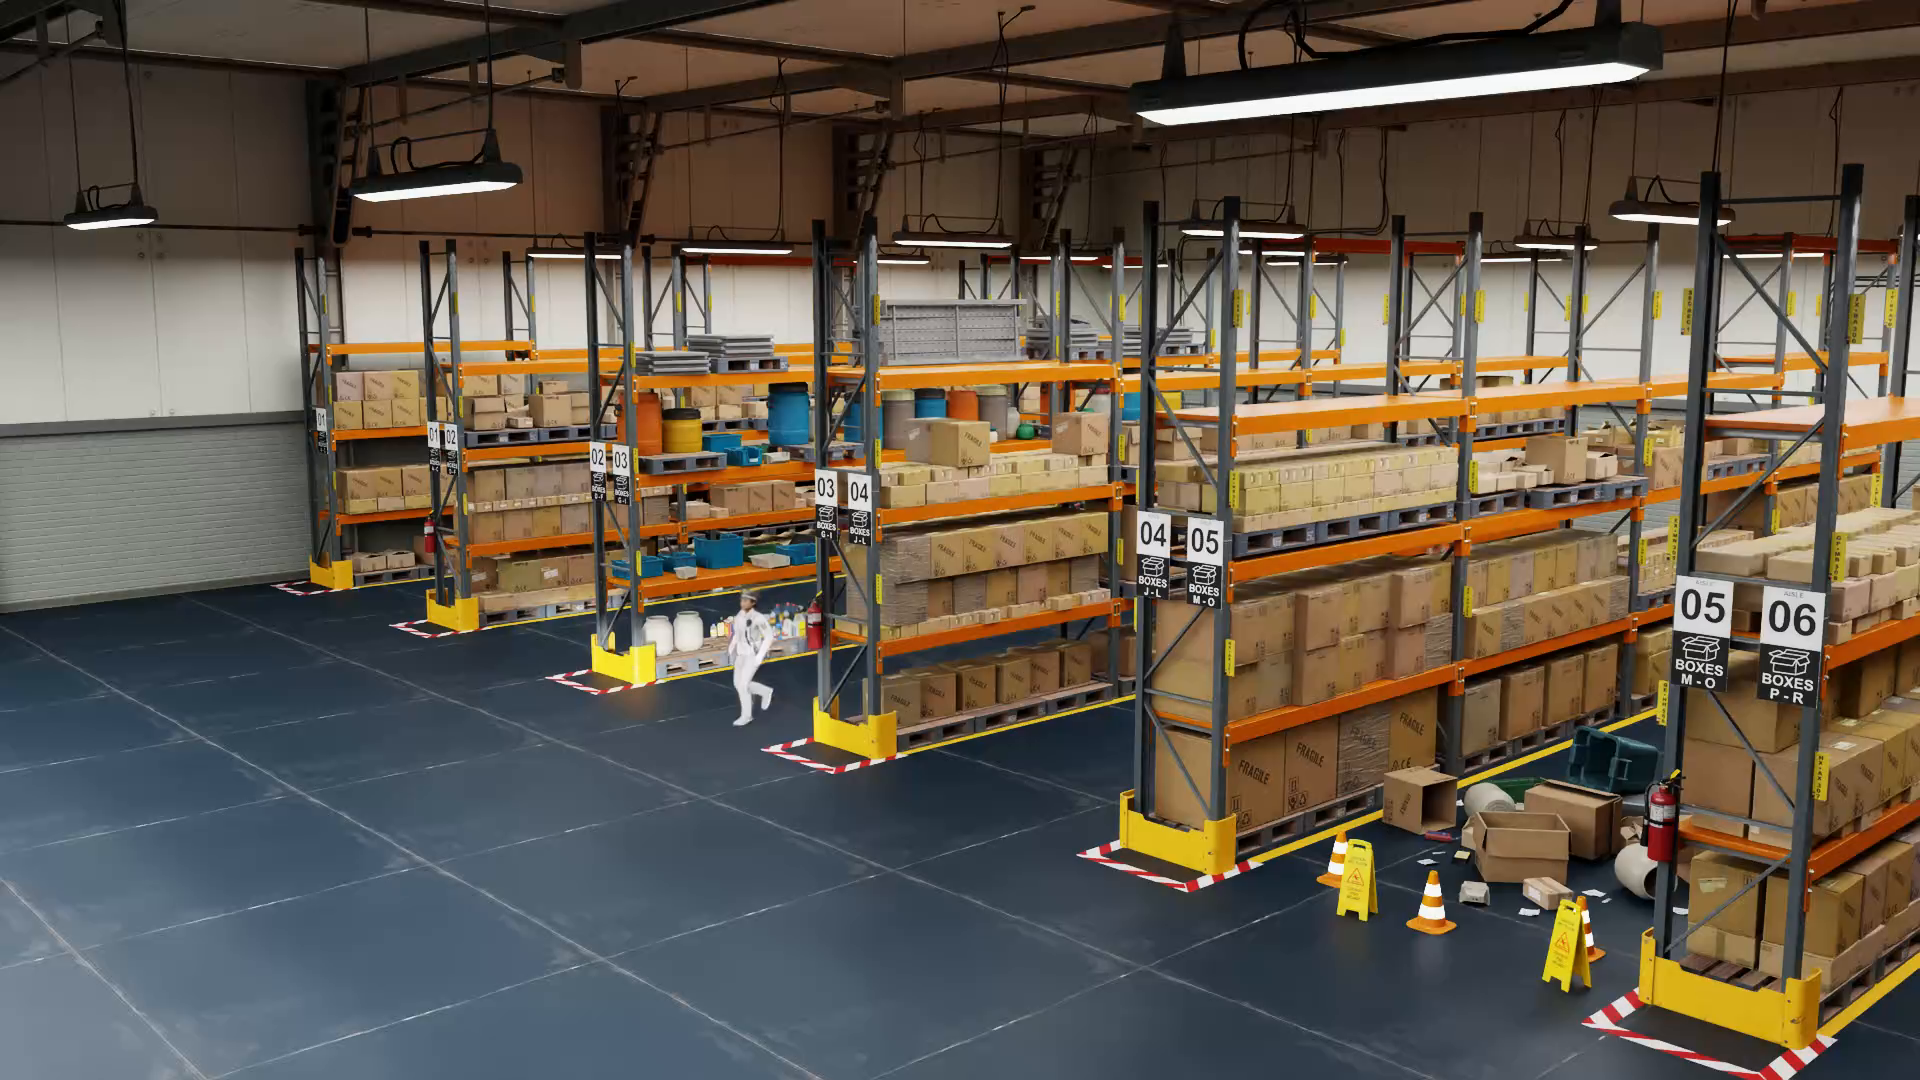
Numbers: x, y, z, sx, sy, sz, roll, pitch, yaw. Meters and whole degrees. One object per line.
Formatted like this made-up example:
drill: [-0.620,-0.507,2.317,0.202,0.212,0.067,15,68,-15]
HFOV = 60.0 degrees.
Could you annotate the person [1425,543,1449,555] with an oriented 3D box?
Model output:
person: [6.912,0.741,24.201,0.735,1.844,0.630,-8,12,-44]

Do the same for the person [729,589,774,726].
person: [-2.529,1.403,20.256,0.604,1.672,0.653,-8,11,-42]
